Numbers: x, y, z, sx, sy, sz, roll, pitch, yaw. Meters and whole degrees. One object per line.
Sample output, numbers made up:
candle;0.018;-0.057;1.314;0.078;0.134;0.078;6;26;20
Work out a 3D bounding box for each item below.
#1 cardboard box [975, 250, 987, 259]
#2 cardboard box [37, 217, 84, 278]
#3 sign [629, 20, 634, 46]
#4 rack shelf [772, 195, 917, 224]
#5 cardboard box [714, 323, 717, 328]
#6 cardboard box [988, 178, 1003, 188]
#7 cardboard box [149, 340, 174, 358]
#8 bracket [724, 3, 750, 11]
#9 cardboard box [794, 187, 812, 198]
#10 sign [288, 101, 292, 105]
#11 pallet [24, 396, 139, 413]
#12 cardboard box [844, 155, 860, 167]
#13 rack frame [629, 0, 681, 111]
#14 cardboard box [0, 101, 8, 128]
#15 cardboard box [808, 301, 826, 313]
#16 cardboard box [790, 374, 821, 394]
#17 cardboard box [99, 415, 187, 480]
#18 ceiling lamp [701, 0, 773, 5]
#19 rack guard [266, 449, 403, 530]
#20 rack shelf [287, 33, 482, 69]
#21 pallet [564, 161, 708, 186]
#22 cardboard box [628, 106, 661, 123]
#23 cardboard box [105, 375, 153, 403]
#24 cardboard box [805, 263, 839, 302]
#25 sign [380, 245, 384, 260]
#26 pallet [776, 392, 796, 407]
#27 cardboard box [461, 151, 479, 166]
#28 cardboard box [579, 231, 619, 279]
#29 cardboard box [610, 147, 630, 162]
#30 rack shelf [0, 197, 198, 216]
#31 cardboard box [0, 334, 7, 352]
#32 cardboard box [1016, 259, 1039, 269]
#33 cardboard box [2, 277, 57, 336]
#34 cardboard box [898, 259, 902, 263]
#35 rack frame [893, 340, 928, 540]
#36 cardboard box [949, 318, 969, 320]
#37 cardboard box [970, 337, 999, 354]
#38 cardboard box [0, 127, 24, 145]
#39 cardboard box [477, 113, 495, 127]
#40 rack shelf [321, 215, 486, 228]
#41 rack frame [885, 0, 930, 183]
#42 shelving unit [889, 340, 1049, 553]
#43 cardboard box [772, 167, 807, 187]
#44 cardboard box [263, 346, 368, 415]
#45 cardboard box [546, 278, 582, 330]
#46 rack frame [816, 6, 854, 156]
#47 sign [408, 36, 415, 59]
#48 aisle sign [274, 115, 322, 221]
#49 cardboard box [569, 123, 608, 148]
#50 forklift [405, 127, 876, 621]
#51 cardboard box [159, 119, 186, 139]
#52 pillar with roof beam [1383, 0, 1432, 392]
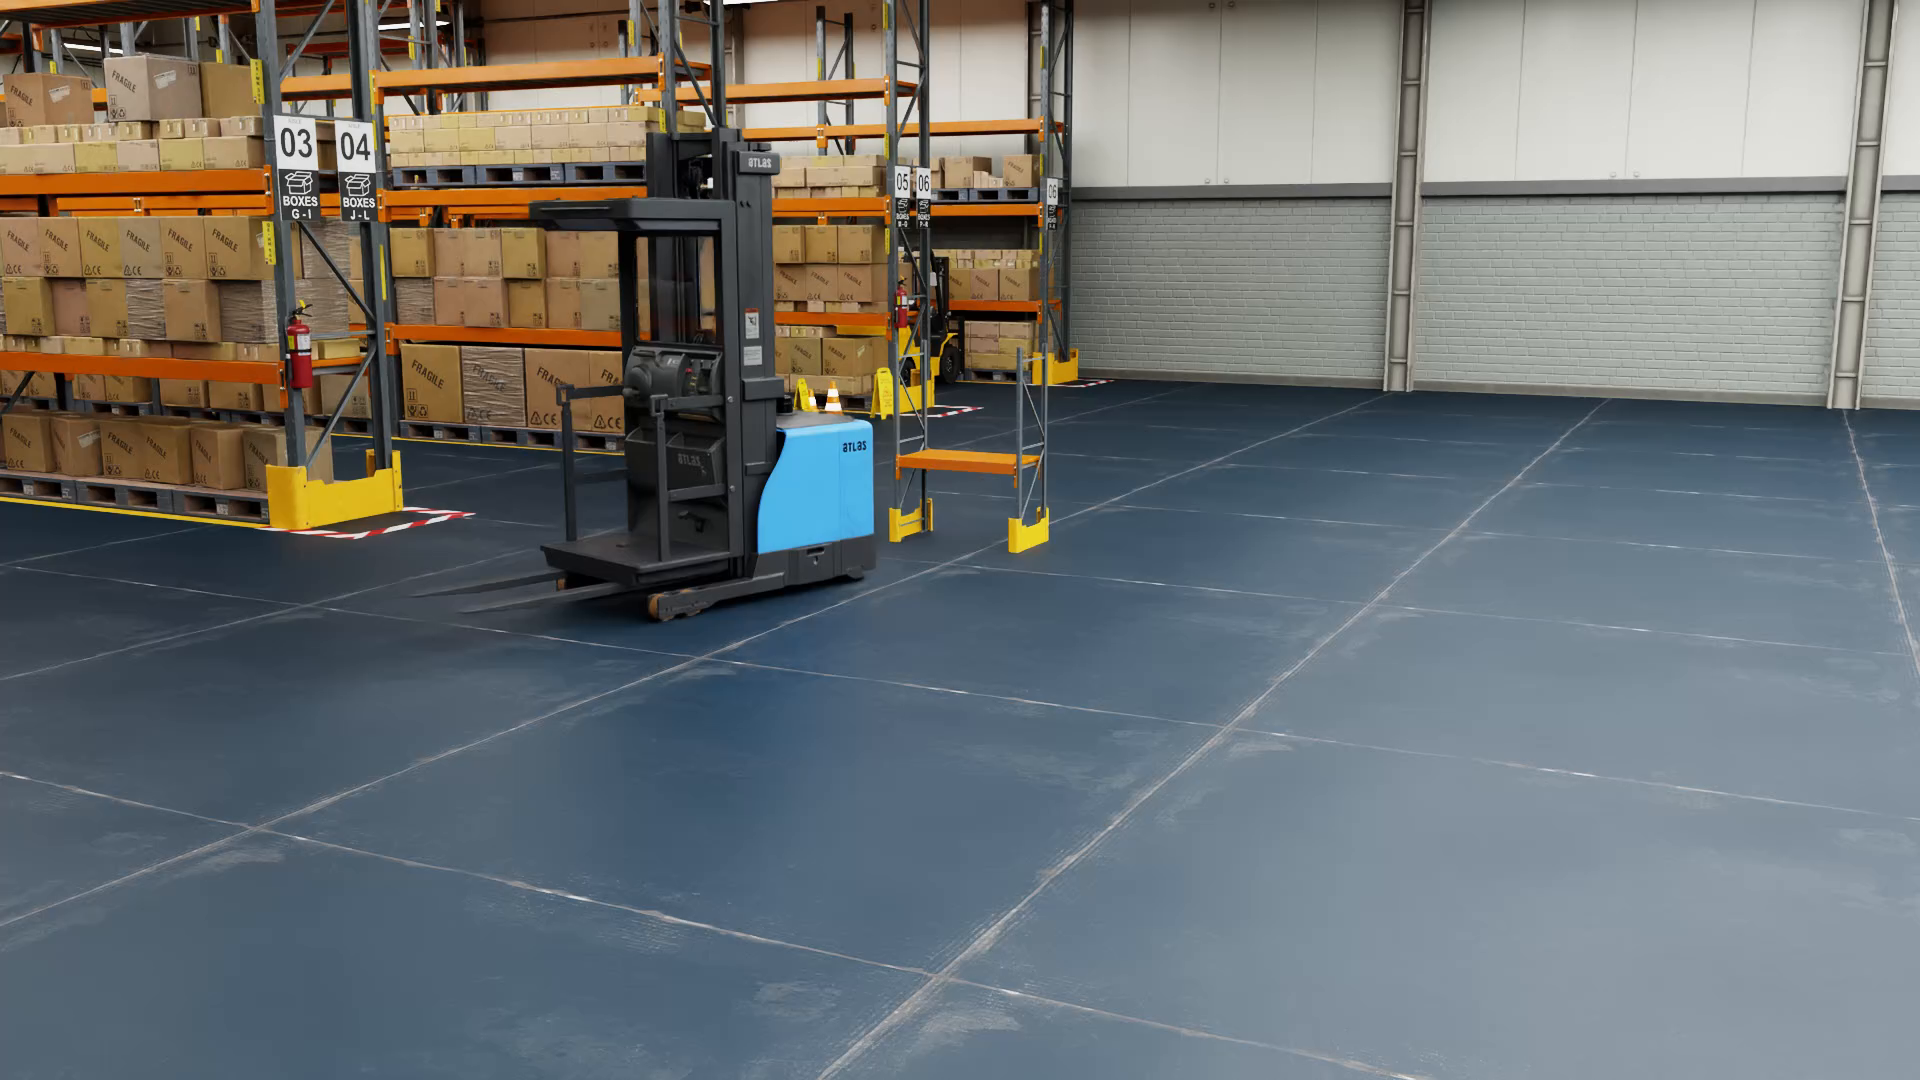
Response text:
cardboard box;0.430;-4.599;26.780;0.250;0.149;0.380;5;11;26
cardboard box;-7.460;-2.499;14.194;0.500;0.500;0.500;5;11;26
sign;-4.504;-6.950;22.795;0.005;0.325;0.100;5;11;26
rack shelf;-2.470;-4.514;22.845;4.000;0.370;1.077;5;11;26
cardboard box;-3.307;-2.942;23.177;0.250;0.149;0.380;6;12;28
cardboard box;0.639;-5.652;26.360;0.250;0.149;0.380;5;11;24
cardboard box;-6.537;-1.613;13.926;0.250;0.149;0.380;5;11;26
bracket;-3.875;-9.333;28.921;0.430;0.232;0.235;5;11;26
cardboard box;-2.023;-4.653;22.302;0.250;0.149;0.380;5;11;25
sign;-13.072;-8.652;32.422;0.005;0.325;0.100;5;11;26
pallet;-11.741;-1.852;22.370;1.213;0.211;1.003;5;11;26
cardboard box;-1.325;-4.985;21.894;0.250;0.149;0.380;5;12;27
rack frame;-4.264;-6.501;23.384;0.127;3.000;1.000;5;11;26
cardboard box;-9.026;-3.753;15.152;0.637;0.503;0.797;4;11;23
cardboard box;-1.848;-3.147;22.402;0.250;0.149;0.380;5;12;27
cardboard box;-1.982;-2.151;22.732;0.500;0.250;0.500;5;11;26
cardboard box;-7.199;-0.825;14.706;0.500;0.500;0.500;4;11;21
ceiling lamp;-2.919;-9.805;25.247;2.000;3.185;0.800;5;11;26
rack guard;-5.130;-0.427;13.688;0.348;0.500;1.175;5;11;26
rack shelf;-11.039;-9.364;31.888;4.000;0.370;1.077;5;11;26
pallet;-3.446;-3.925;17.819;1.213;0.211;1.003;5;11;26
cardboard box;-3.228;-4.409;17.250;0.250;0.149;0.380;5;11;26
cardboard box;-10.656;-2.053;21.489;0.500;0.500;0.500;5;11;26
cardboard box;-1.732;-3.469;22.357;0.500;0.500;0.500;5;11;26
sign;-6.595;-3.194;18.927;0.005;0.325;0.100;5;11;26
pallet;-2.548;-2.034;23.376;1.213;0.211;1.003;5;11;26
cardboard box;-5.274;-4.196;18.316;0.250;0.149;0.380;5;11;25
cardboard box;-3.626;-3.105;18.009;0.550;0.550;0.875;5;11;26
cardboard box;-3.450;-4.036;17.430;0.250;0.149;0.380;5;11;26
rack shelf;-11.744;-4.346;21.916;4.000;0.370;1.077;5;11;26
cardboard box;-8.370;-1.756;14.717;0.250;0.149;0.380;5;11;26
cardboard box;1.082;-4.378;26.396;0.250;0.149;0.380;5;11;27
cardboard box;-7.840;-2.072;14.639;0.500;0.500;0.875;5;11;26
cardboard box;-0.999;-4.555;27.374;0.250;0.149;0.380;5;11;25
rack frame;-0.379;-0.771;12.781;0.032;1.500;0.500;5;11;26
cardboard box;-0.181;-3.562;27.724;0.500;0.250;0.500;5;11;25
cardboard box;0.497;-3.156;26.886;0.500;0.250;0.500;5;11;25
cardboard box;-7.990;-3.455;14.278;0.250;0.149;0.380;5;11;26
cardboard box;-5.045;-4.568;18.133;0.250;0.149;0.380;5;11;26
rack shelf;-11.039;-6.252;32.451;4.000;0.370;1.077;5;11;26
rack frame;-0.677;-6.186;21.643;0.127;3.000;1.000;5;11;26
shelving unit;0.068;-0.732;12.563;1.083;1.500;0.587;5;11;26
cardboard box;-2.173;-4.860;22.323;0.500;0.250;0.500;5;12;27
cardboard box;-7.823;-1.962;20.284;0.750;0.750;1.050;5;11;26
cardboard box;-4.078;-2.635;18.448;0.550;0.550;0.875;5;11;26
rack frame;-2.071;-7.294;27.766;0.127;3.000;1.000;5;11;26
sign;-8.093;-7.265;24.537;0.005;0.325;0.100;5;11;26
aisle sign;-5.139;-2.878;12.909;0.004;0.787;0.394;5;11;26
cardboard box;-3.787;-4.273;17.623;0.500;0.250;0.500;5;11;26
forklift;-1.954;-1.055;10.331;1.130;2.935;3.031;10;14;43
cardboard box;-6.159;-3.281;13.316;0.250;0.149;0.380;5;11;26
pillar with roof beam;4.767;-6.018;20.712;0.400;9.000;9.100;5;11;26
